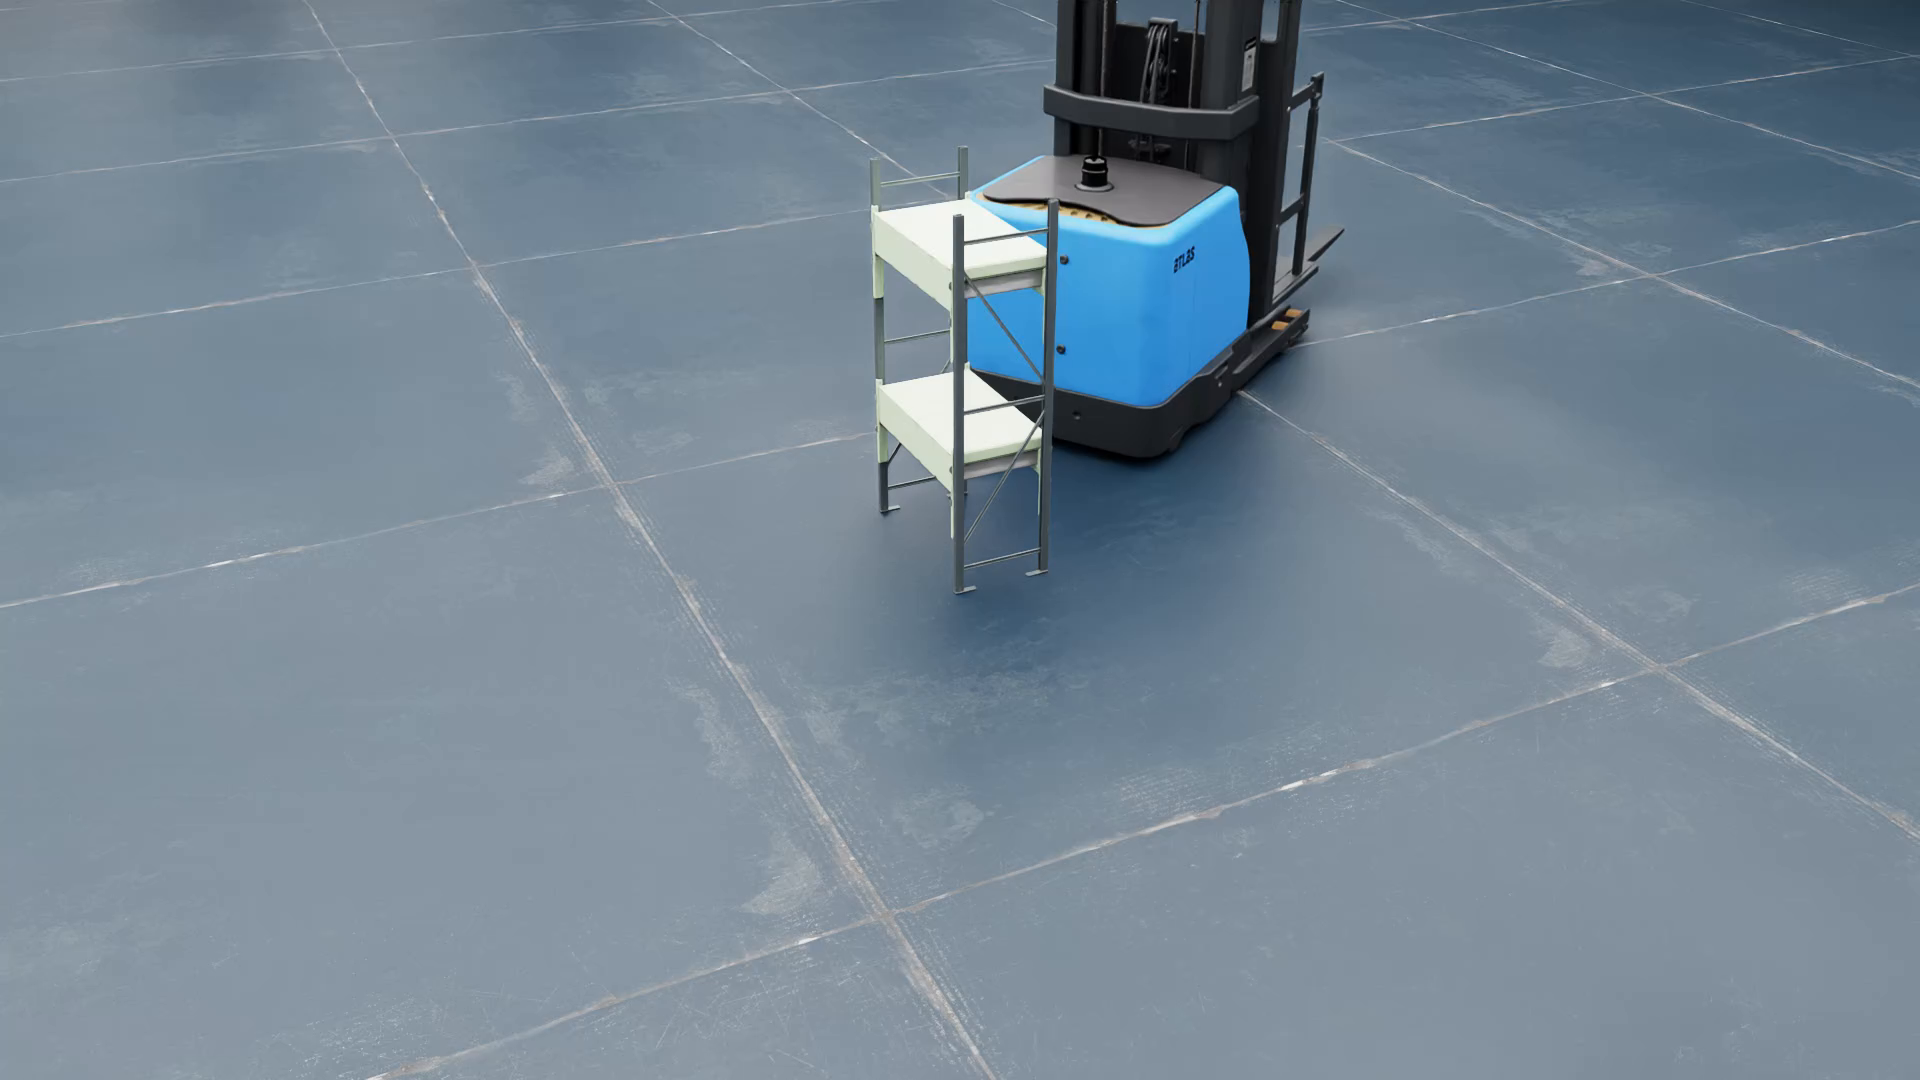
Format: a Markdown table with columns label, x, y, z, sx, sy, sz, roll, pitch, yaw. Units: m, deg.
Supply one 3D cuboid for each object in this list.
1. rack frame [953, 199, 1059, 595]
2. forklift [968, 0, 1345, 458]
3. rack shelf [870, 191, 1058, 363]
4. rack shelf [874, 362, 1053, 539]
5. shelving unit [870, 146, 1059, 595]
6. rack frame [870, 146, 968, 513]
| label | x | y | z | sx | sy | sz | roll | pitch | yaw |
| --- | --- | --- | --- | --- | --- | --- | --- | --- | --- |
| rack frame | 0.160 | -0.490 | 6.090 | 0.400 | 1.500 | 0.023 | -13 | 32 | -22 |
| forklift | 1.146 | -2.322 | 7.895 | 1.130 | 2.935 | 3.031 | 16 | 33 | 26 |
| rack shelf | 0.003 | -0.992 | 6.187 | 0.431 | 0.370 | 0.720 | -13 | 32 | -22 |
| rack shelf | 0.003 | -0.367 | 6.537 | 0.431 | 0.370 | 0.720 | -13 | 32 | -22 |
| shelving unit | 0.003 | -0.651 | 6.378 | 0.431 | 1.500 | 0.755 | -13 | 32 | -22 |
| rack frame | -0.154 | -0.813 | 6.666 | 0.400 | 1.500 | 0.023 | -13 | 32 | -22 |
